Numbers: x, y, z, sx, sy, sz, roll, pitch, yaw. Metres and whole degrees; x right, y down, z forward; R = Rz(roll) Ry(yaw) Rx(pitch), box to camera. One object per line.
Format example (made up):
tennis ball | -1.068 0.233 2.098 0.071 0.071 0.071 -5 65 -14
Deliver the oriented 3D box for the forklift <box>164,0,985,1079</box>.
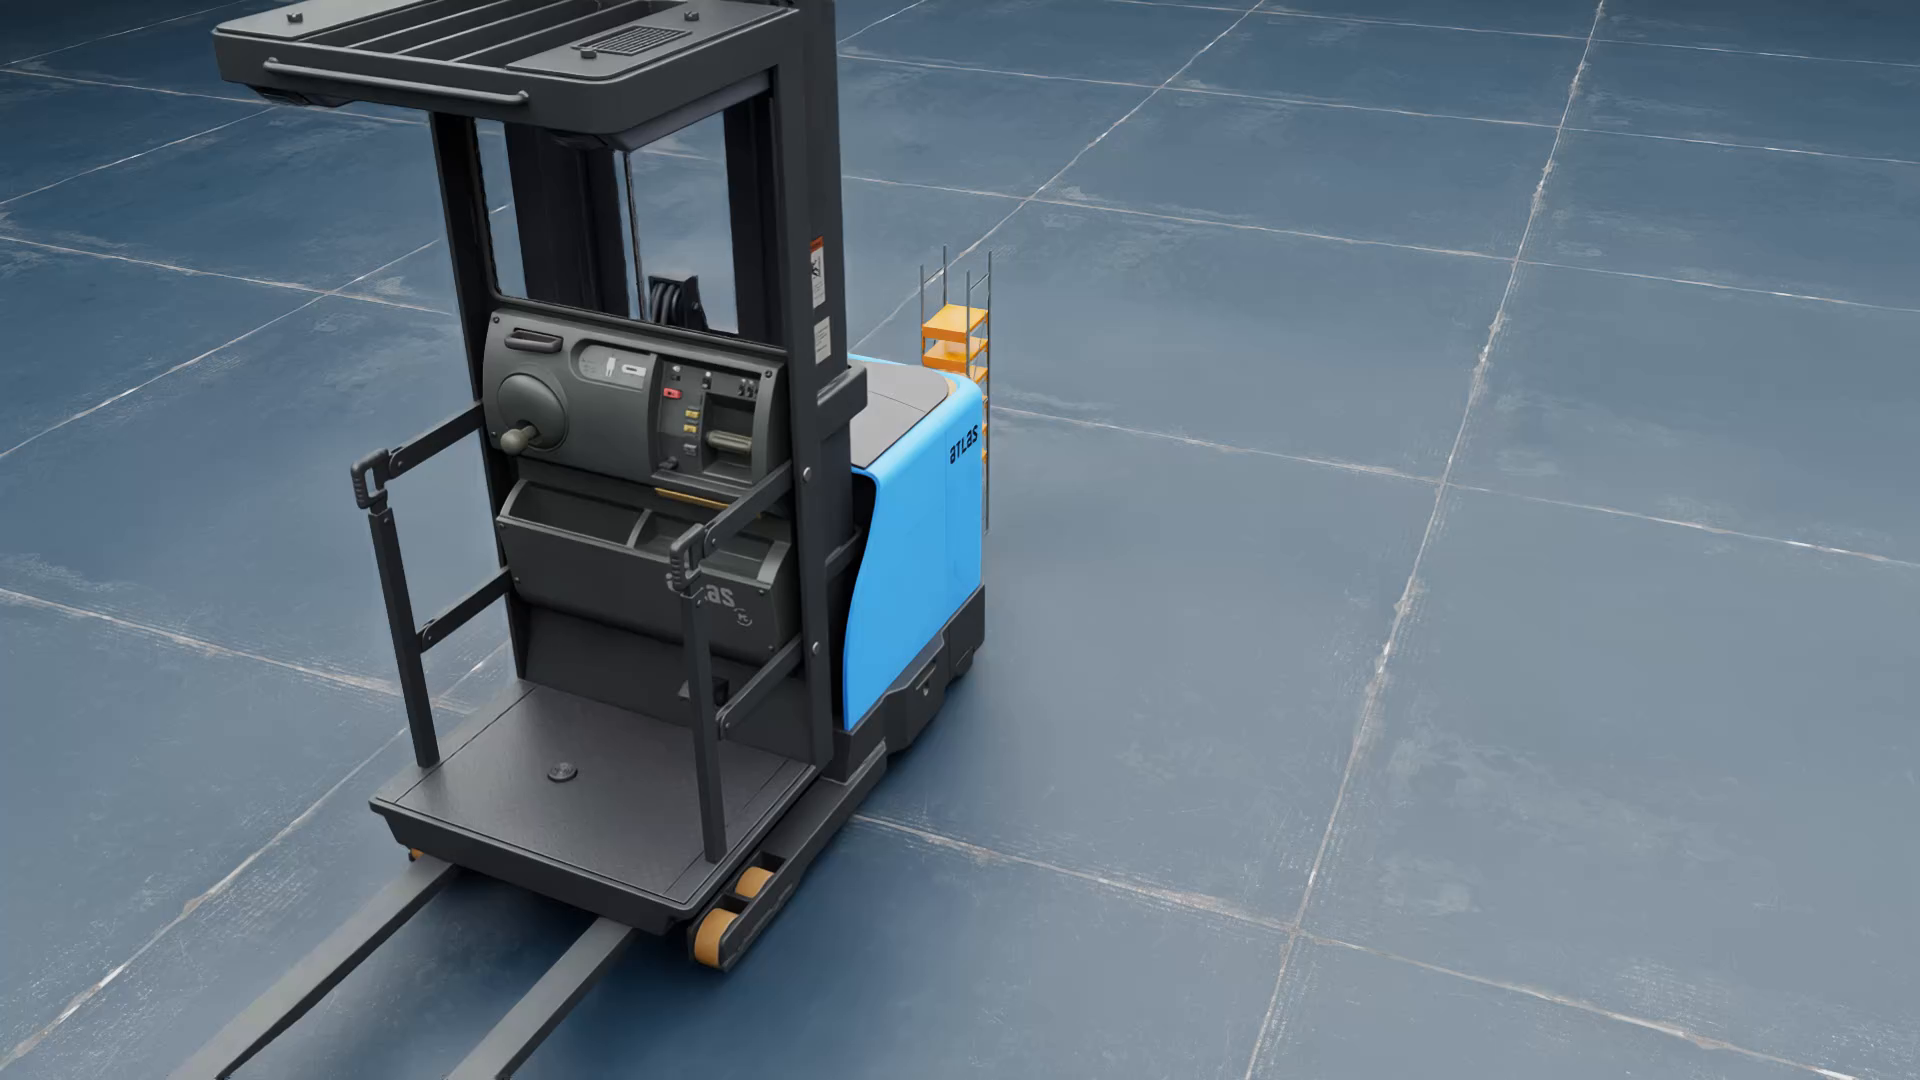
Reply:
forklift | -0.995 -0.326 4.347 1.130 2.935 3.031 13 32 22

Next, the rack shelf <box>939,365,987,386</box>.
rack shelf | -0.013 -0.591 6.422 0.180 0.103 0.258 11 31 19

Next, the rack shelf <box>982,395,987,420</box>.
rack shelf | -0.013 -0.486 6.481 0.180 0.103 0.258 11 31 19

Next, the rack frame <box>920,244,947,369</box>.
rack frame | -0.098 -0.542 6.489 0.006 1.200 0.240 11 31 19

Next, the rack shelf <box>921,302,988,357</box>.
rack shelf | -0.013 -0.800 6.304 0.180 0.103 0.258 11 31 19

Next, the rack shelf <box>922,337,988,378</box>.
rack shelf | -0.013 -0.695 6.363 0.180 0.103 0.258 11 31 19

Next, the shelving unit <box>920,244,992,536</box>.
shelving unit | -0.013 -0.525 6.459 0.189 1.200 0.258 11 31 19

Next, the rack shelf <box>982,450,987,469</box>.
rack shelf | -0.013 -0.277 6.599 0.180 0.103 0.258 11 31 19

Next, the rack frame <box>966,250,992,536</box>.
rack frame | 0.071 -0.508 6.430 0.006 1.200 0.240 11 31 19

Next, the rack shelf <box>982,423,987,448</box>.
rack shelf | -0.013 -0.382 6.540 0.180 0.103 0.258 11 31 19
